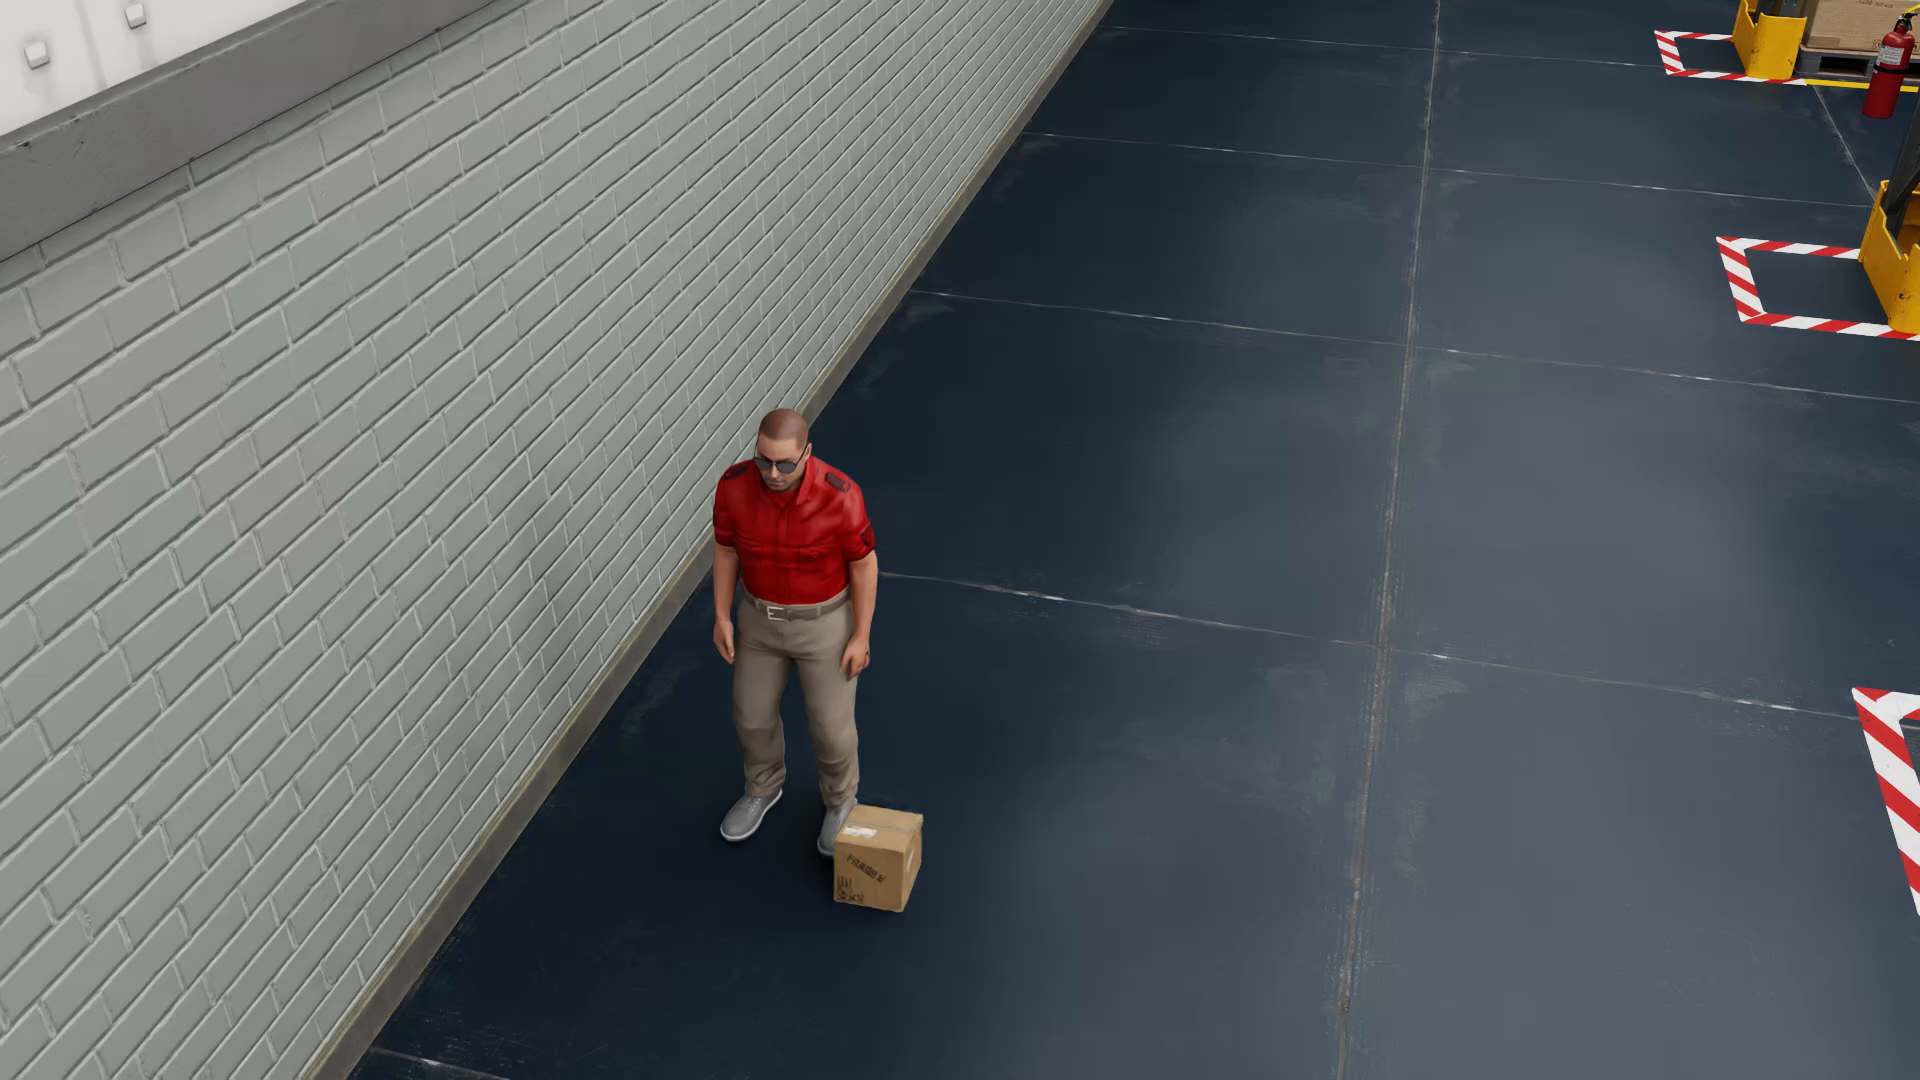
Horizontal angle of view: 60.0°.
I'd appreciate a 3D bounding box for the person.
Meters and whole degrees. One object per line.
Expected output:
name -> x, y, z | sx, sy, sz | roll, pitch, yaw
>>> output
person -> -0.566, 0.302, 5.679 | 0.576, 1.727, 0.390 | 7, 33, 11
